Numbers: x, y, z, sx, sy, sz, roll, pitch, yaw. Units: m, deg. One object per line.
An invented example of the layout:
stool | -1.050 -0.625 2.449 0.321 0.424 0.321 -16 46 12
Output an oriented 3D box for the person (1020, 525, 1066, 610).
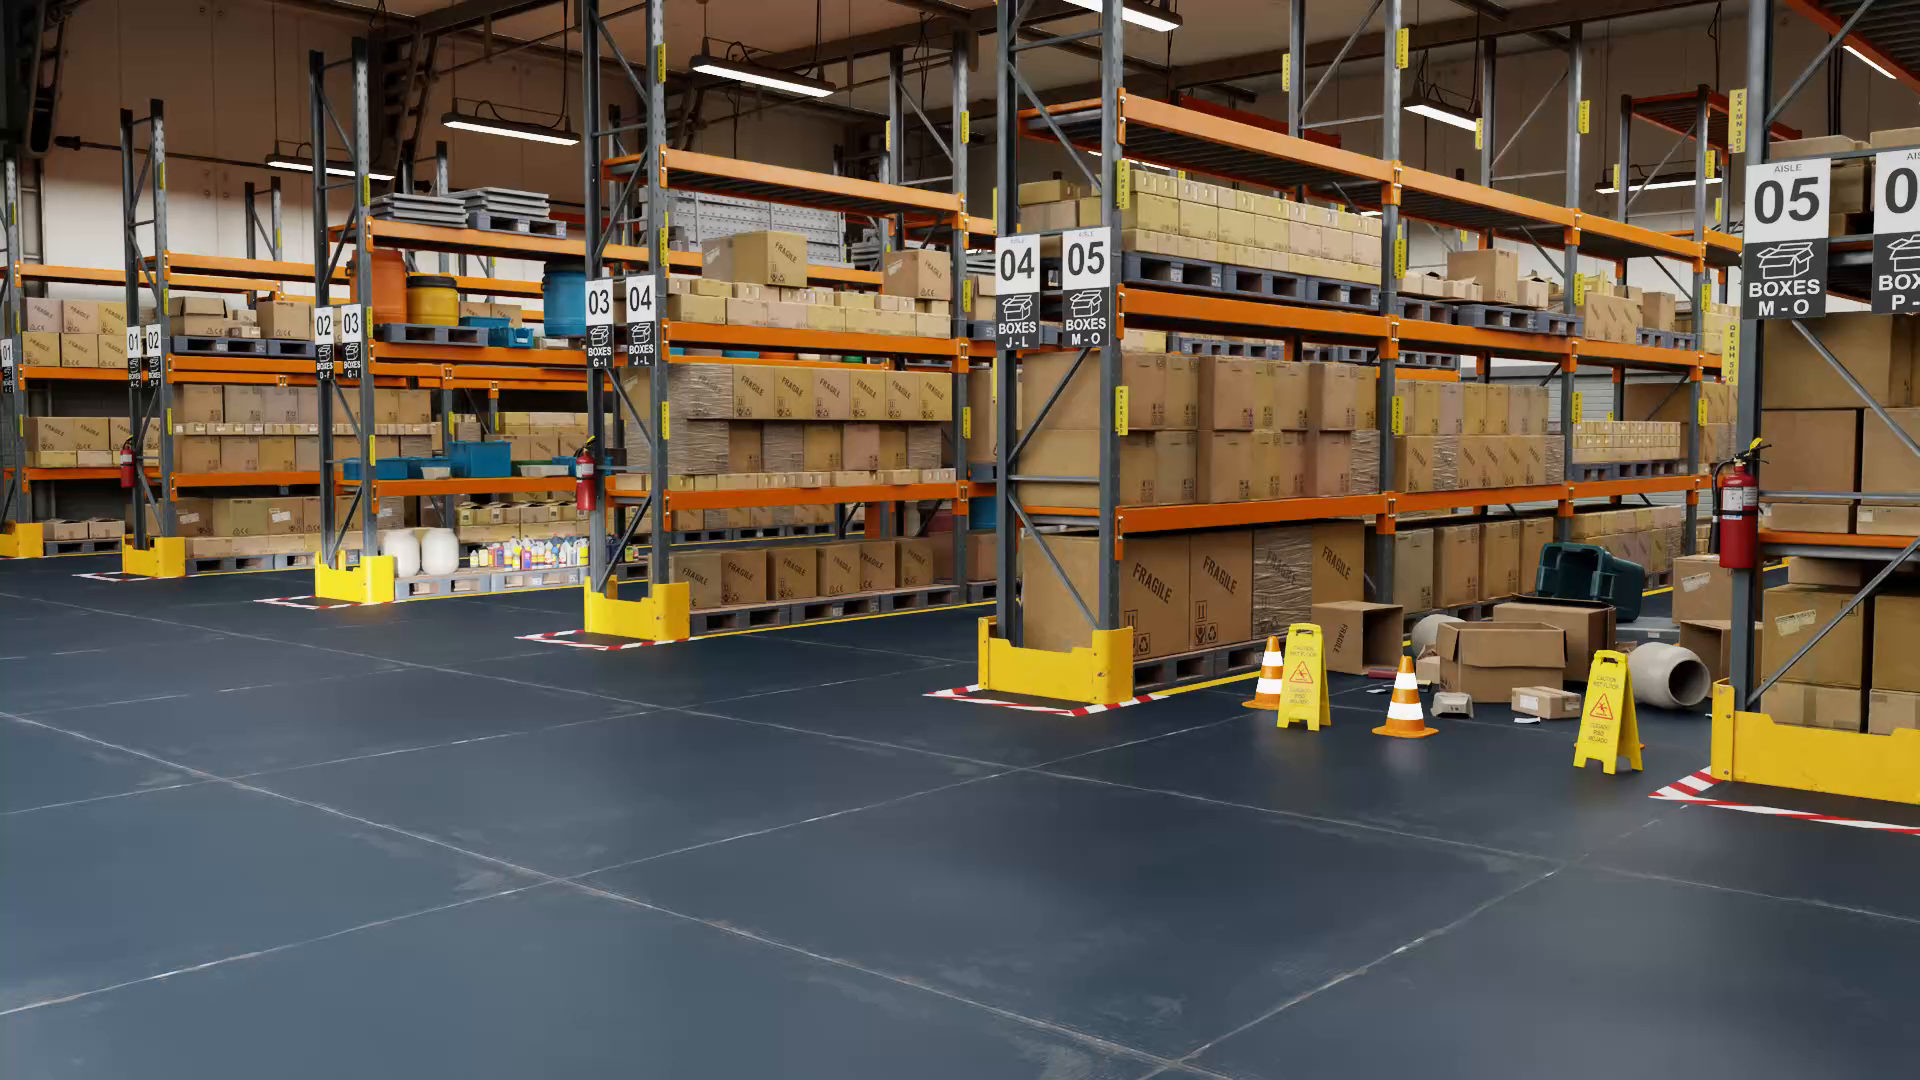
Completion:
person | 0.854 -0.087 17.069 0.495 1.729 0.335 2 4 27
